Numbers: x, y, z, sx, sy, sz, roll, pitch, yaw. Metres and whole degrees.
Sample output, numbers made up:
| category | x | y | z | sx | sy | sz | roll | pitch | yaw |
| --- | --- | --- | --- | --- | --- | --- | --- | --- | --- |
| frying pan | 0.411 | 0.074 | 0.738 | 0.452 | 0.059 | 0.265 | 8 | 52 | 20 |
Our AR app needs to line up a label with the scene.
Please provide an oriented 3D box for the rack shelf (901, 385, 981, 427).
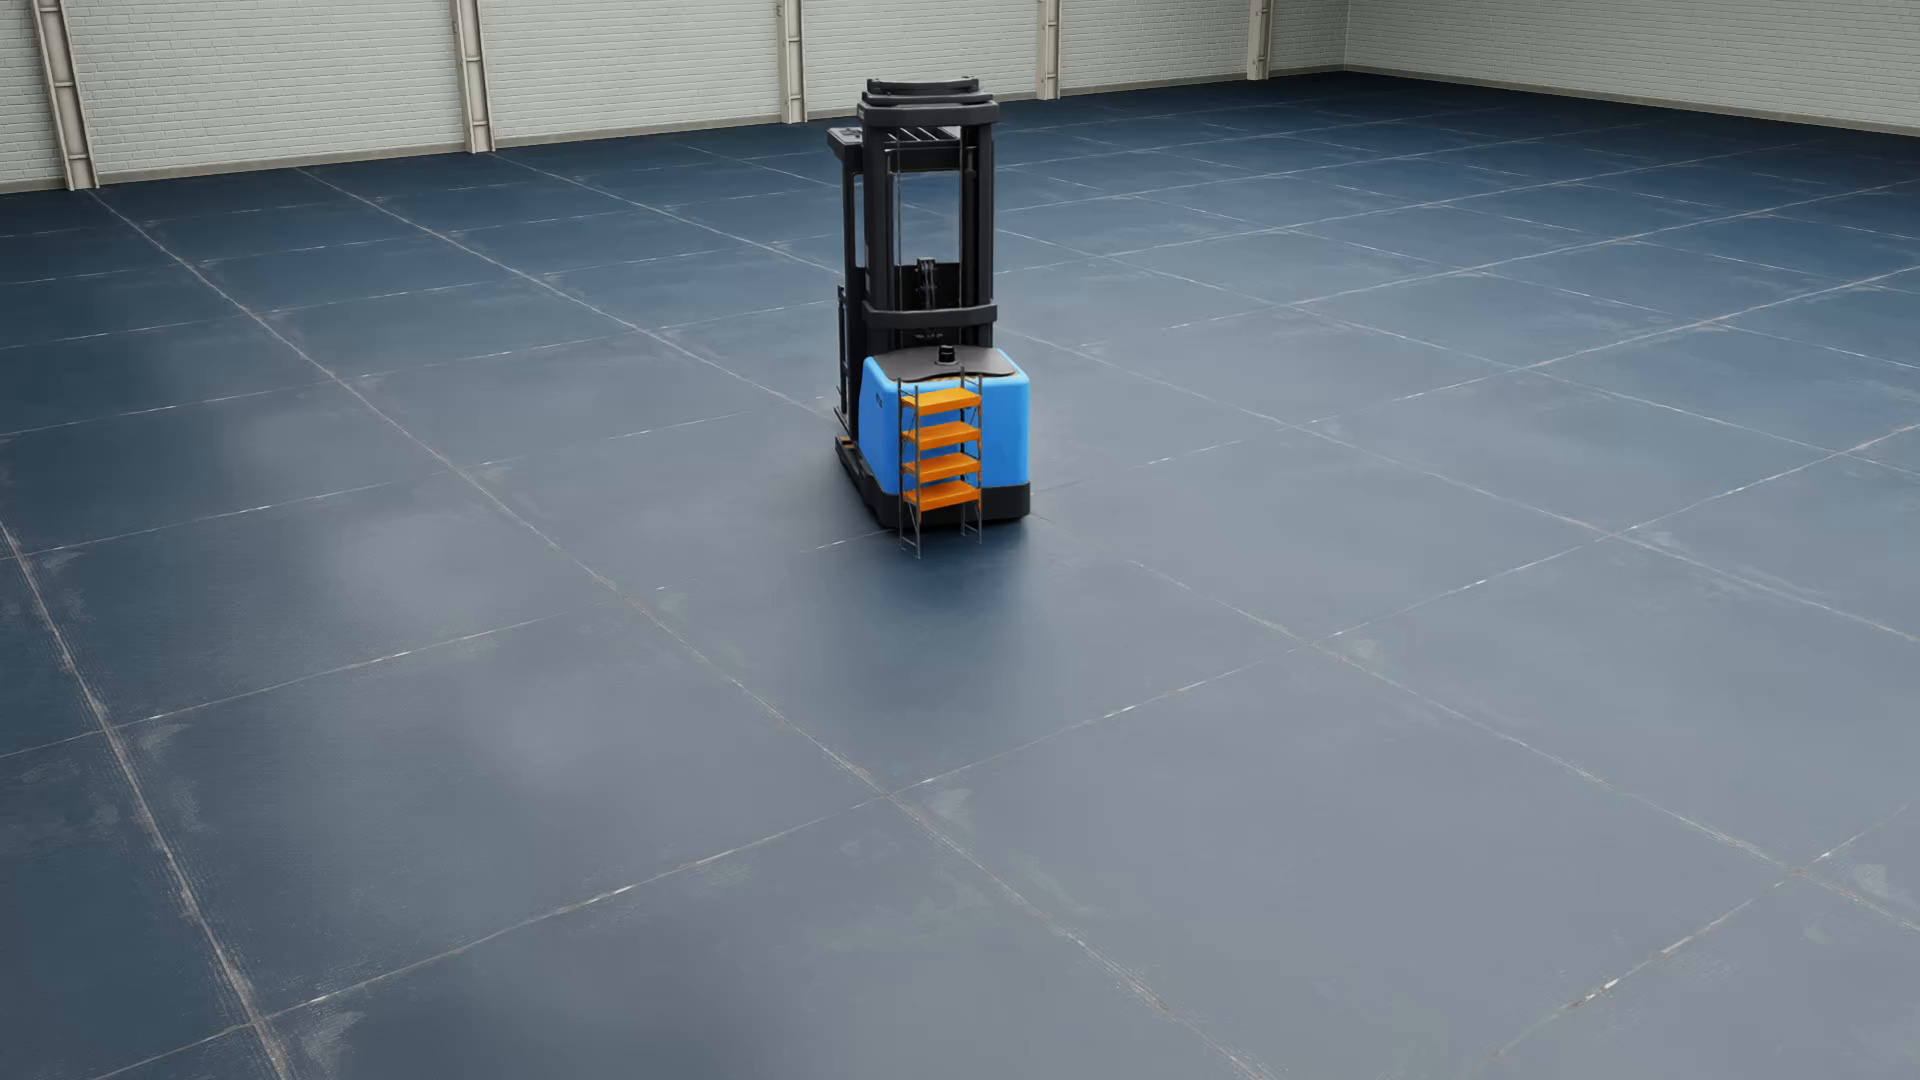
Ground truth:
| category | x | y | z | sx | sy | sz | roll | pitch | yaw |
| --- | --- | --- | --- | --- | --- | --- | --- | --- | --- |
| rack shelf | -0.131 | -0.880 | 10.923 | 0.480 | 0.148 | 0.258 | -13 | 25 | -30 |

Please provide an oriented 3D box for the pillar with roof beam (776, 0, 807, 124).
| category | x | y | z | sx | sy | sz | roll | pitch | yaw |
| --- | --- | --- | --- | --- | --- | --- | --- | --- | --- |
| pillar with roof beam | -0.559 | -10.630 | 25.893 | 0.400 | 9.000 | 9.100 | -15 | 26 | -33 |

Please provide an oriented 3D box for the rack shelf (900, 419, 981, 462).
| category | x | y | z | sx | sy | sz | roll | pitch | yaw |
| --- | --- | --- | --- | --- | --- | --- | --- | --- | --- |
| rack shelf | -0.131 | -0.661 | 11.011 | 0.480 | 0.148 | 0.258 | -13 | 25 | -30 |

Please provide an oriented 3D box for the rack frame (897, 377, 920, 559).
| category | x | y | z | sx | sy | sz | roll | pitch | yaw |
| --- | --- | --- | --- | --- | --- | --- | --- | --- | --- |
| rack frame | -0.337 | -0.467 | 10.947 | 0.015 | 1.200 | 0.240 | -13 | 25 | -30 |

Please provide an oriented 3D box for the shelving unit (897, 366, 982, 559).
| category | x | y | z | sx | sy | sz | roll | pitch | yaw |
| --- | --- | --- | --- | --- | --- | --- | --- | --- | --- |
| shelving unit | -0.131 | -0.515 | 11.069 | 0.503 | 1.200 | 0.258 | -13 | 25 | -30 |

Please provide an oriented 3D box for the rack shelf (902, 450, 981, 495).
| category | x | y | z | sx | sy | sz | roll | pitch | yaw |
| --- | --- | --- | --- | --- | --- | --- | --- | --- | --- |
| rack shelf | -0.131 | -0.453 | 11.094 | 0.480 | 0.148 | 0.258 | -13 | 25 | -30 |

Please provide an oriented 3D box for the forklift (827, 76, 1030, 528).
| category | x | y | z | sx | sy | sz | roll | pitch | yaw |
| --- | --- | --- | --- | --- | --- | --- | --- | --- | --- |
| forklift | -0.354 | -1.961 | 12.355 | 1.130 | 2.935 | 3.031 | -5 | 22 | -13 |

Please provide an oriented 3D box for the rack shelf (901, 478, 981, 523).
| category | x | y | z | sx | sy | sz | roll | pitch | yaw |
| --- | --- | --- | --- | --- | --- | --- | --- | --- | --- |
| rack shelf | -0.131 | -0.268 | 11.167 | 0.480 | 0.148 | 0.258 | -13 | 25 | -30 |

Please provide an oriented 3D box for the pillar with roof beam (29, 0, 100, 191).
| category | x | y | z | sx | sy | sz | roll | pitch | yaw |
| --- | --- | --- | --- | --- | --- | --- | --- | --- | --- |
| pillar with roof beam | -10.300 | -8.033 | 19.384 | 0.400 | 9.000 | 9.100 | -15 | 26 | -33 |

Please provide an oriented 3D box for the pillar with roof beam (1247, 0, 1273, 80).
| category | x | y | z | sx | sy | sz | roll | pitch | yaw |
| --- | --- | --- | --- | --- | --- | --- | --- | --- | --- |
| pillar with roof beam | 9.182 | -13.227 | 32.403 | 0.400 | 9.000 | 9.100 | -15 | 26 | -33 |

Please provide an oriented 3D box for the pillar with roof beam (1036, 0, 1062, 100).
| category | x | y | z | sx | sy | sz | roll | pitch | yaw |
| --- | --- | --- | --- | --- | --- | --- | --- | --- | --- |
| pillar with roof beam | 4.311 | -11.929 | 29.148 | 0.400 | 9.000 | 9.100 | -15 | 26 | -33 |

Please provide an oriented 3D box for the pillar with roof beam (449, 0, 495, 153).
| category | x | y | z | sx | sy | sz | roll | pitch | yaw |
| --- | --- | --- | --- | --- | --- | --- | --- | --- | --- |
| pillar with roof beam | -5.430 | -9.331 | 22.639 | 0.400 | 9.000 | 9.100 | -15 | 26 | -33 |

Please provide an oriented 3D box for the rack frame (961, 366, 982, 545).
| category | x | y | z | sx | sy | sz | roll | pitch | yaw |
| --- | --- | --- | --- | --- | --- | --- | --- | --- | --- |
| rack frame | 0.075 | -0.564 | 11.190 | 0.015 | 1.200 | 0.240 | -13 | 25 | -30 |
